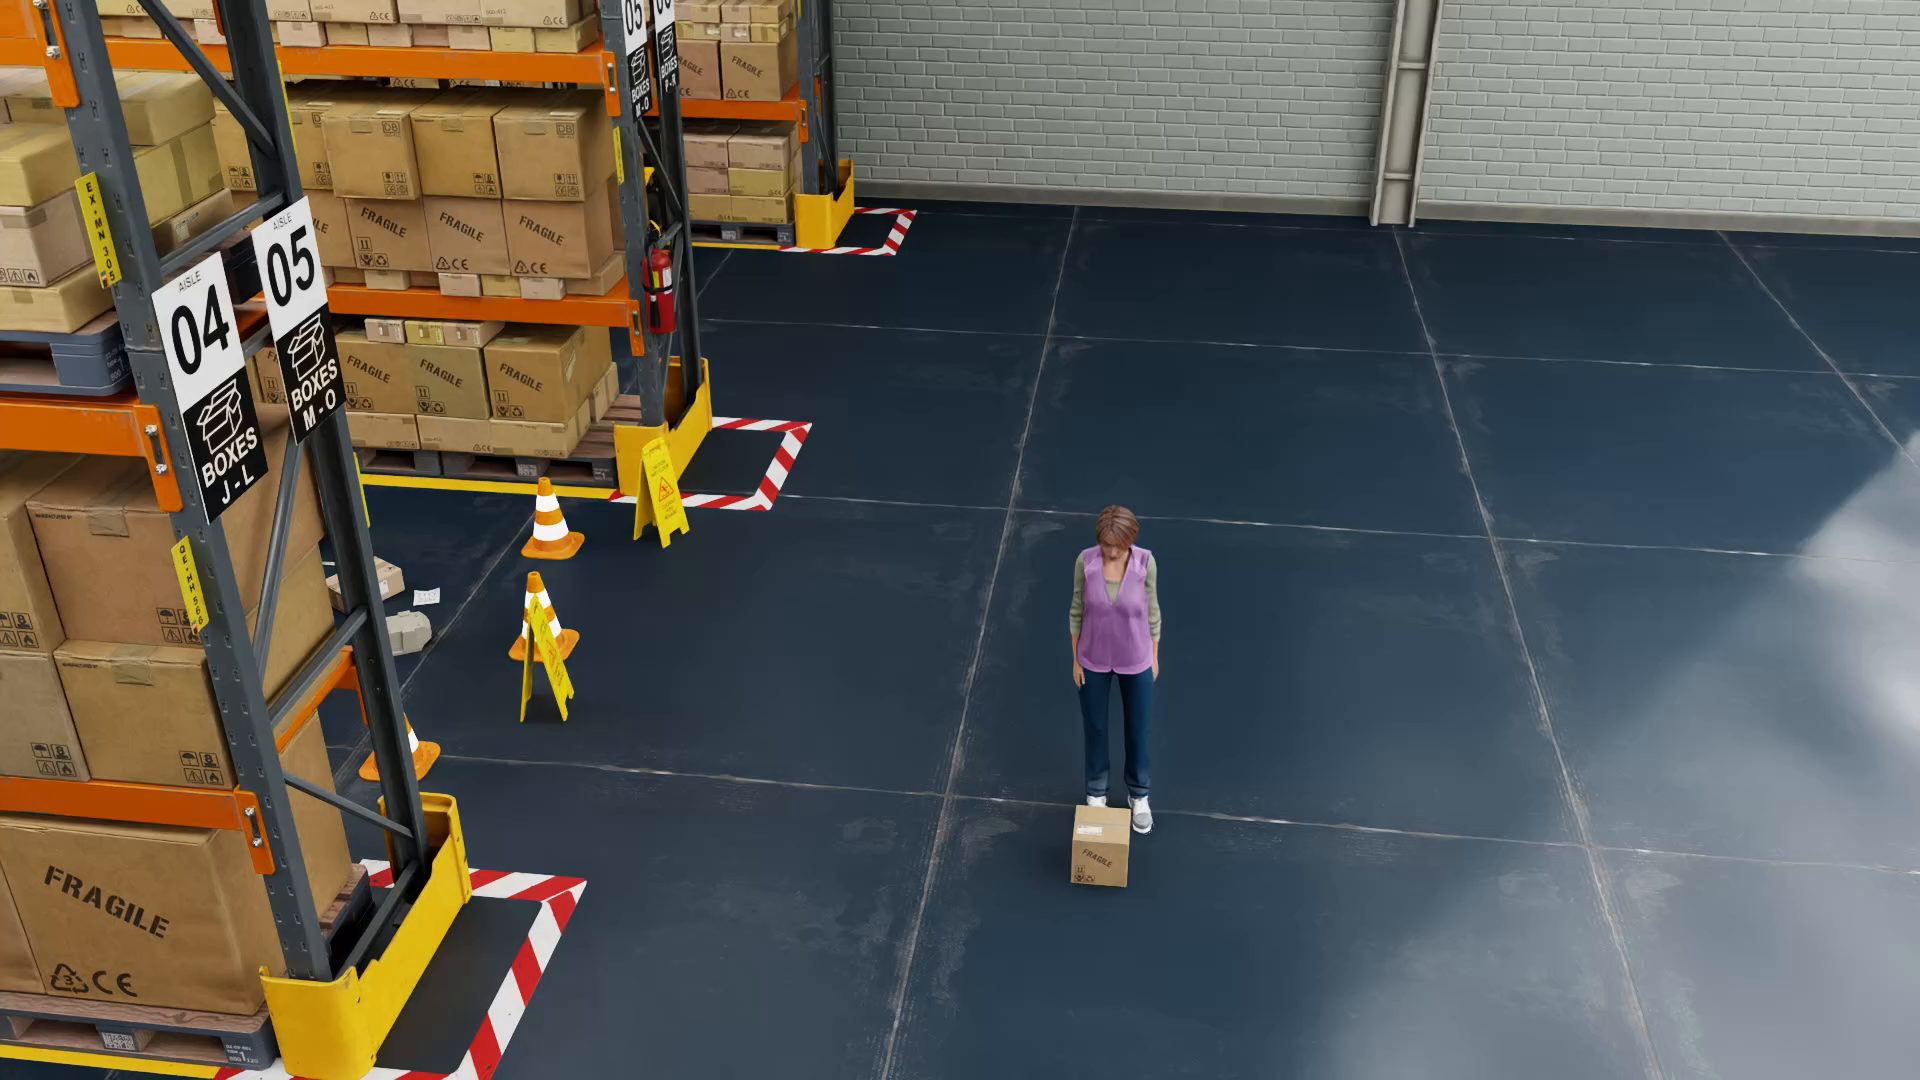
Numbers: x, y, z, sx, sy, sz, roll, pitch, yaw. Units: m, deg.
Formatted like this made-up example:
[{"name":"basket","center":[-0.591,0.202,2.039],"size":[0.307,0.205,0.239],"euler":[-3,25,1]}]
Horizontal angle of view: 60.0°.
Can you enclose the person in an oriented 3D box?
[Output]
[{"name":"person","center":[0.703,0.583,7.557],"size":[0.440,1.613,0.384],"euler":[4,29,8]}]
